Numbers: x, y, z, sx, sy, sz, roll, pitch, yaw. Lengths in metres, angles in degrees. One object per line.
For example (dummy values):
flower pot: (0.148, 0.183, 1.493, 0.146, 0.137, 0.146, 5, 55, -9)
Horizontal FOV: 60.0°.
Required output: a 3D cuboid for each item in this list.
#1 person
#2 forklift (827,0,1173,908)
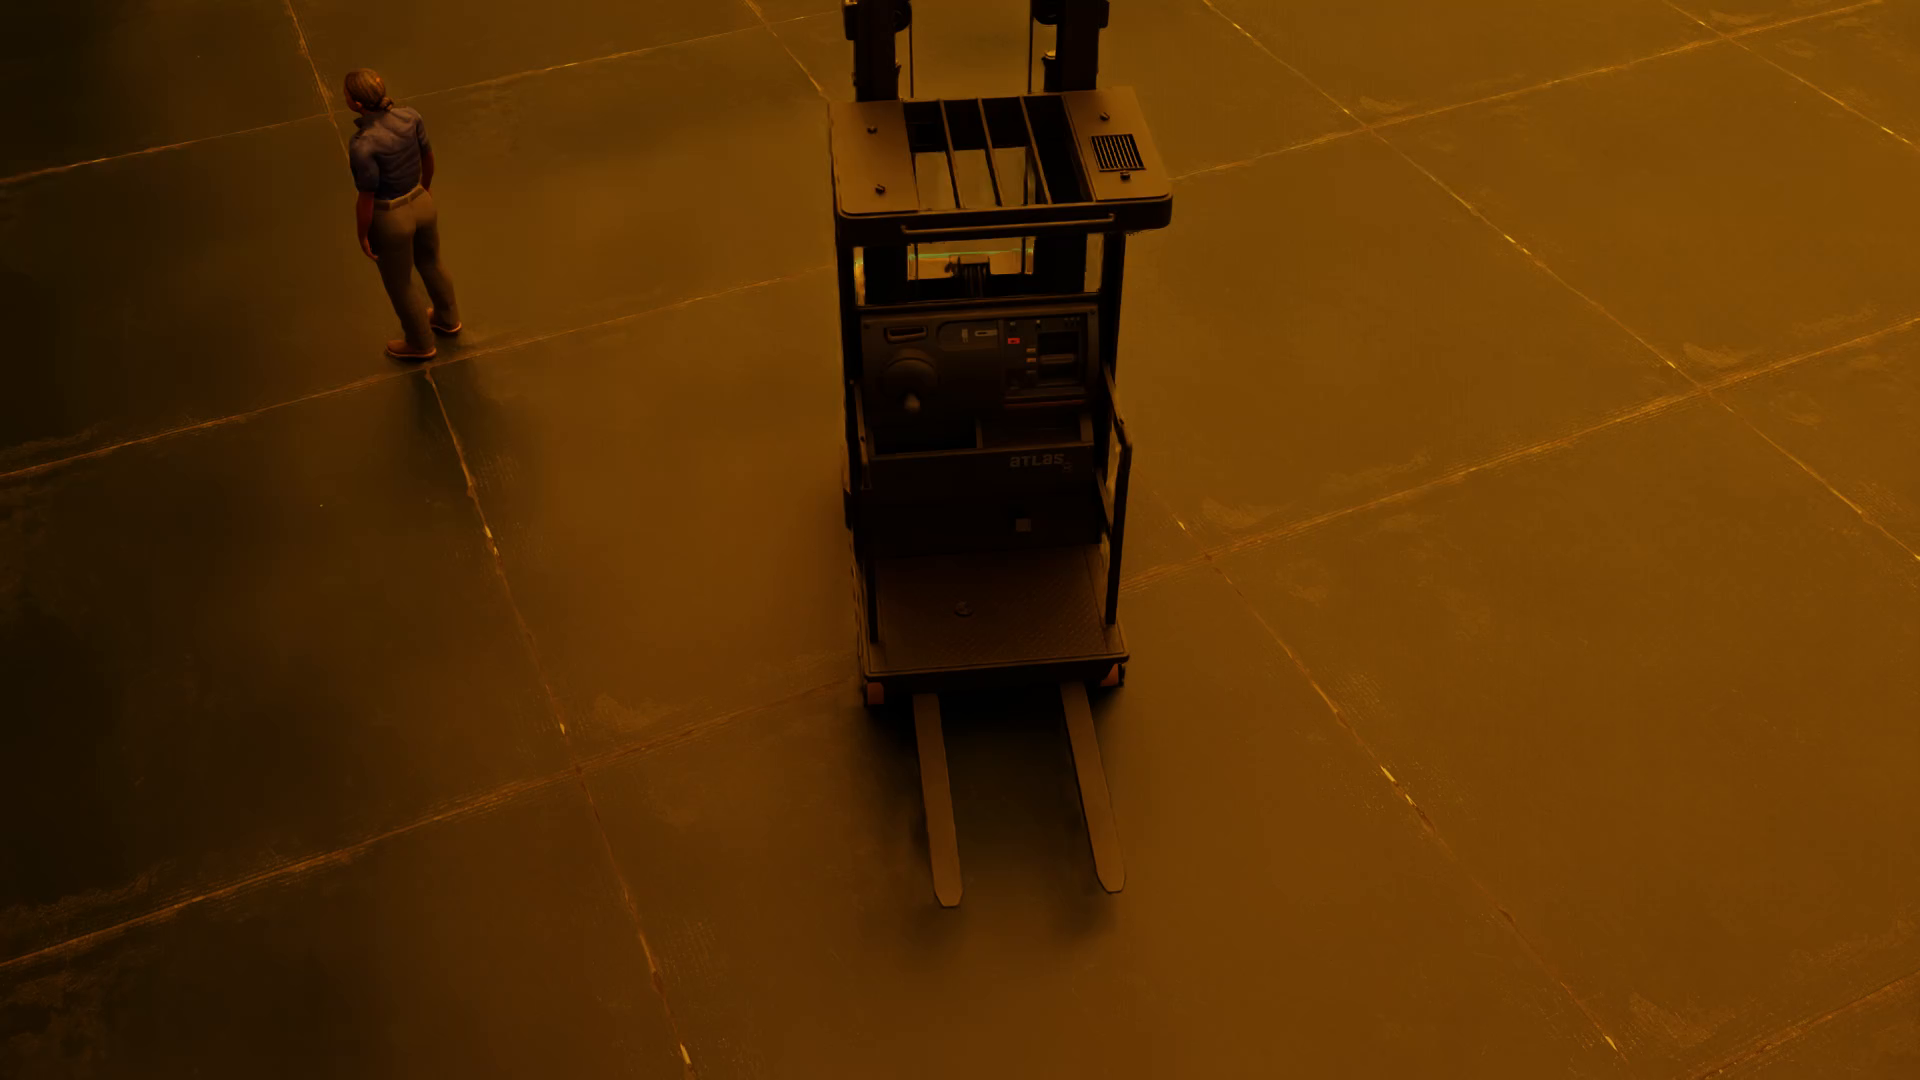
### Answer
person: (-2.865, -1.638, 8.376, 0.456, 1.669, 0.537, 21, 47, 21)
forklift: (0.106, -0.619, 6.344, 1.130, 2.935, 3.031, -4, 43, -4)
